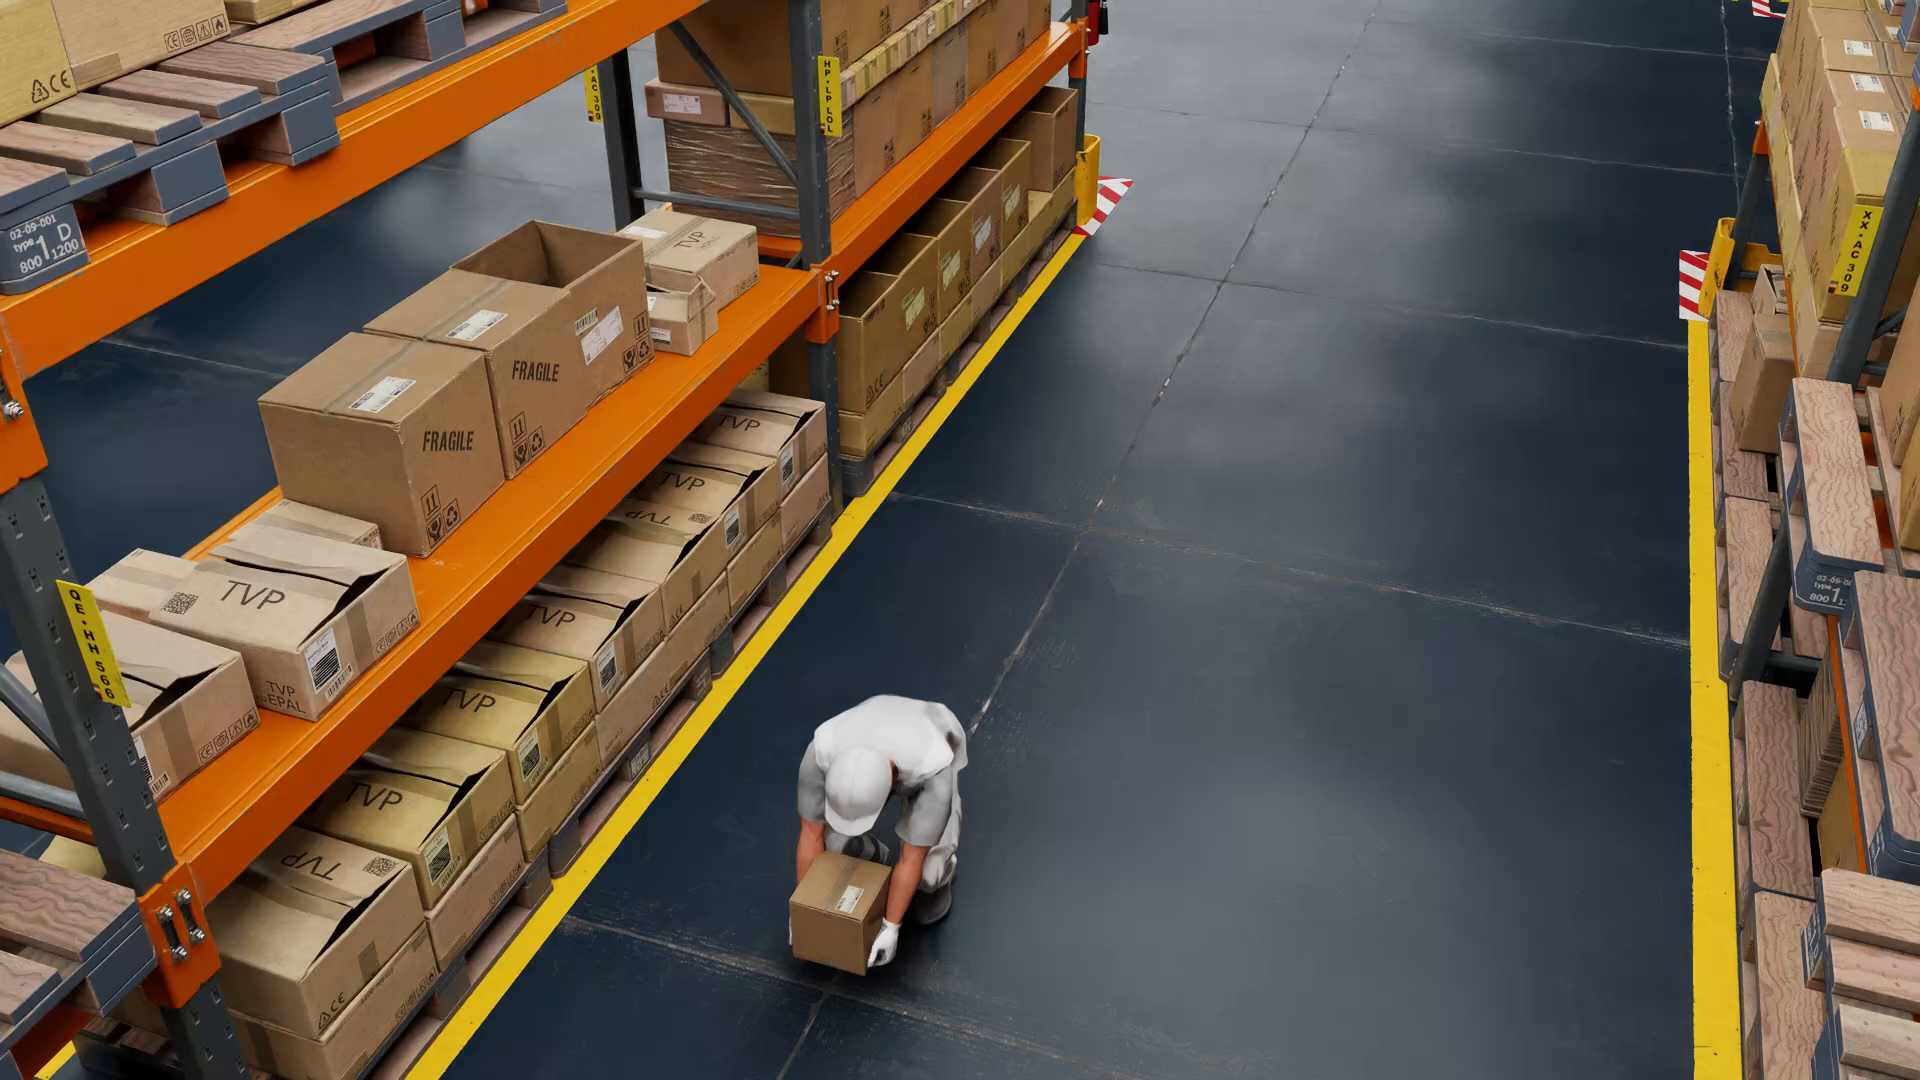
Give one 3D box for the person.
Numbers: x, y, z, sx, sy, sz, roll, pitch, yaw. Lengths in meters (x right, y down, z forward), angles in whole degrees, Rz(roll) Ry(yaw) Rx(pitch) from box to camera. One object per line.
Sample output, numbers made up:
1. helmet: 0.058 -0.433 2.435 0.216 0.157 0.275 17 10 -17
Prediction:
1. person: -0.246 0.884 5.489 0.531 0.997 0.892 10 34 15
